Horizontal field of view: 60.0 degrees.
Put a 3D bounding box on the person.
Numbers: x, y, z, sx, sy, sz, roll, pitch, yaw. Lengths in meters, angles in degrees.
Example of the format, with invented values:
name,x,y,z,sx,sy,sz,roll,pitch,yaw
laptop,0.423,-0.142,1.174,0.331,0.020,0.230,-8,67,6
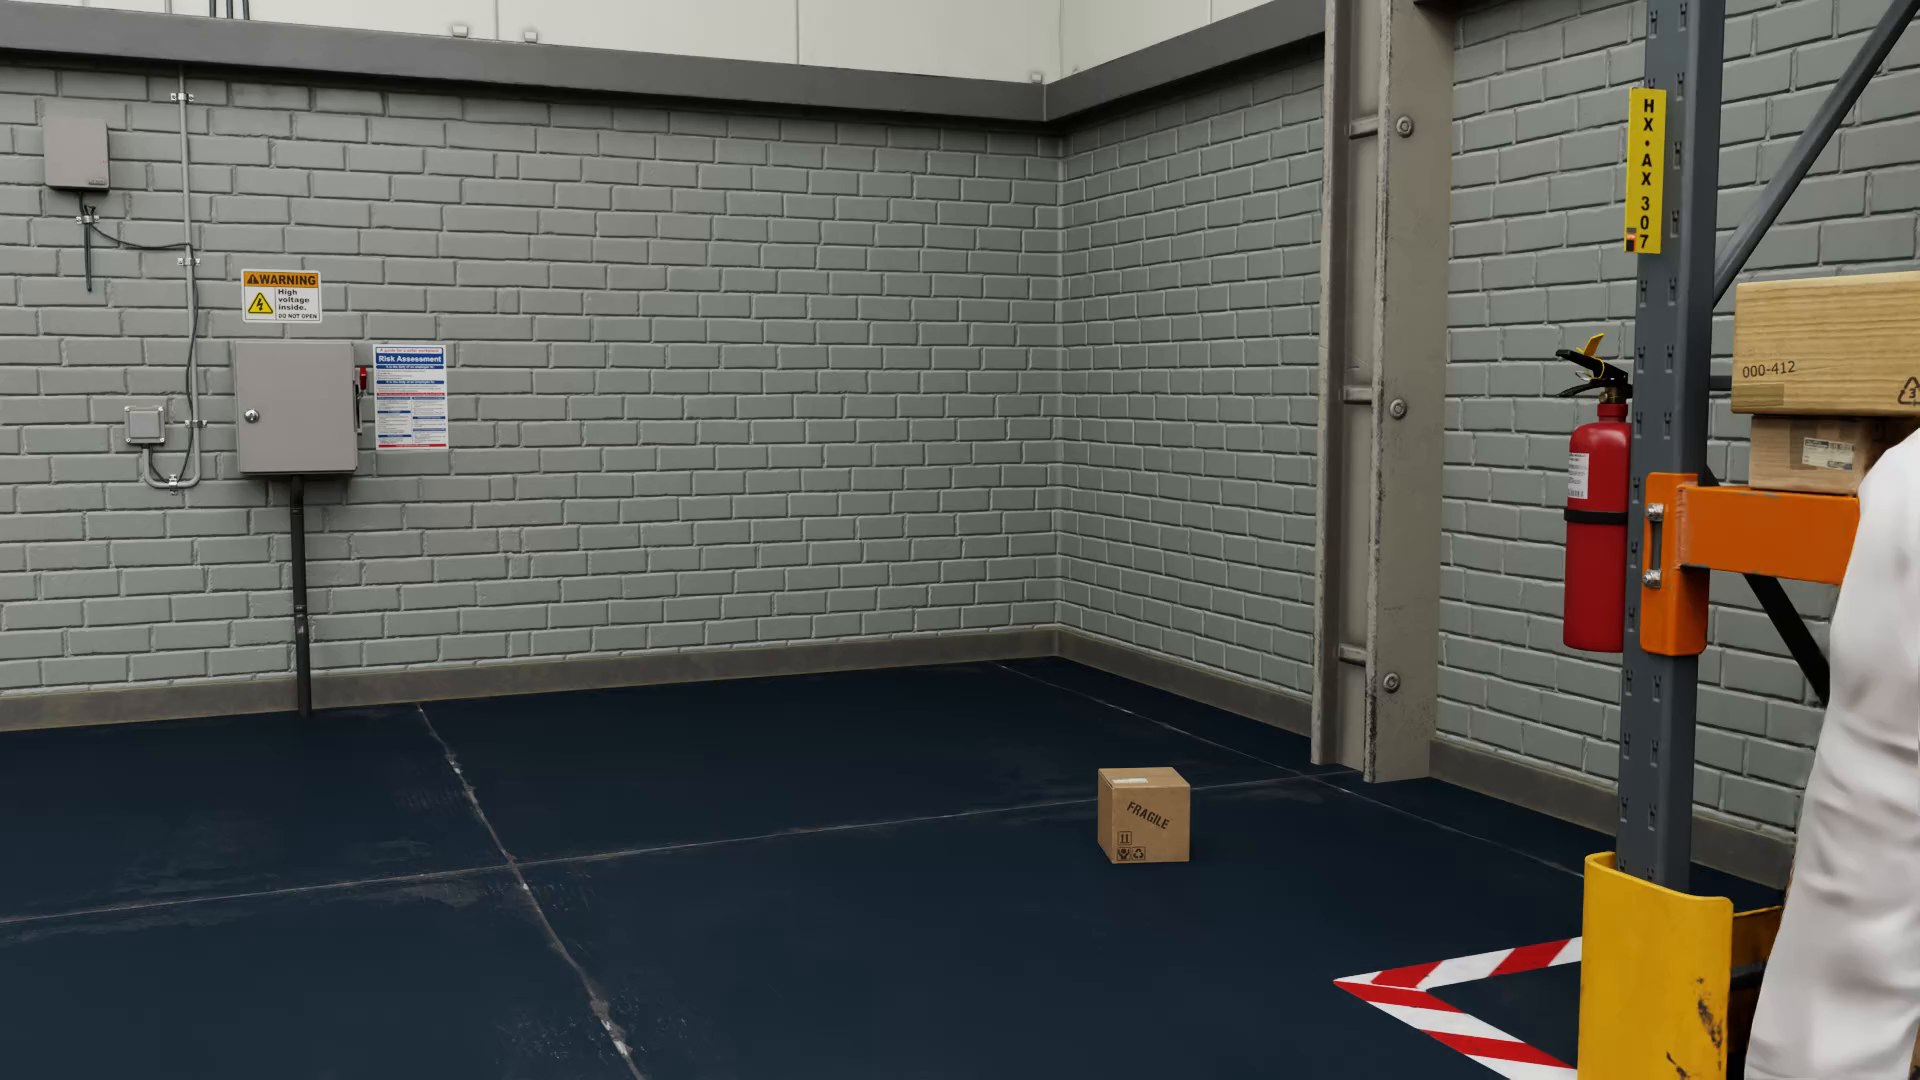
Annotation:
name,x,y,z,sx,sy,sz,roll,pitch,yaw
person,1.132,0.502,1.317,0.639,1.749,0.981,-3,6,-29
